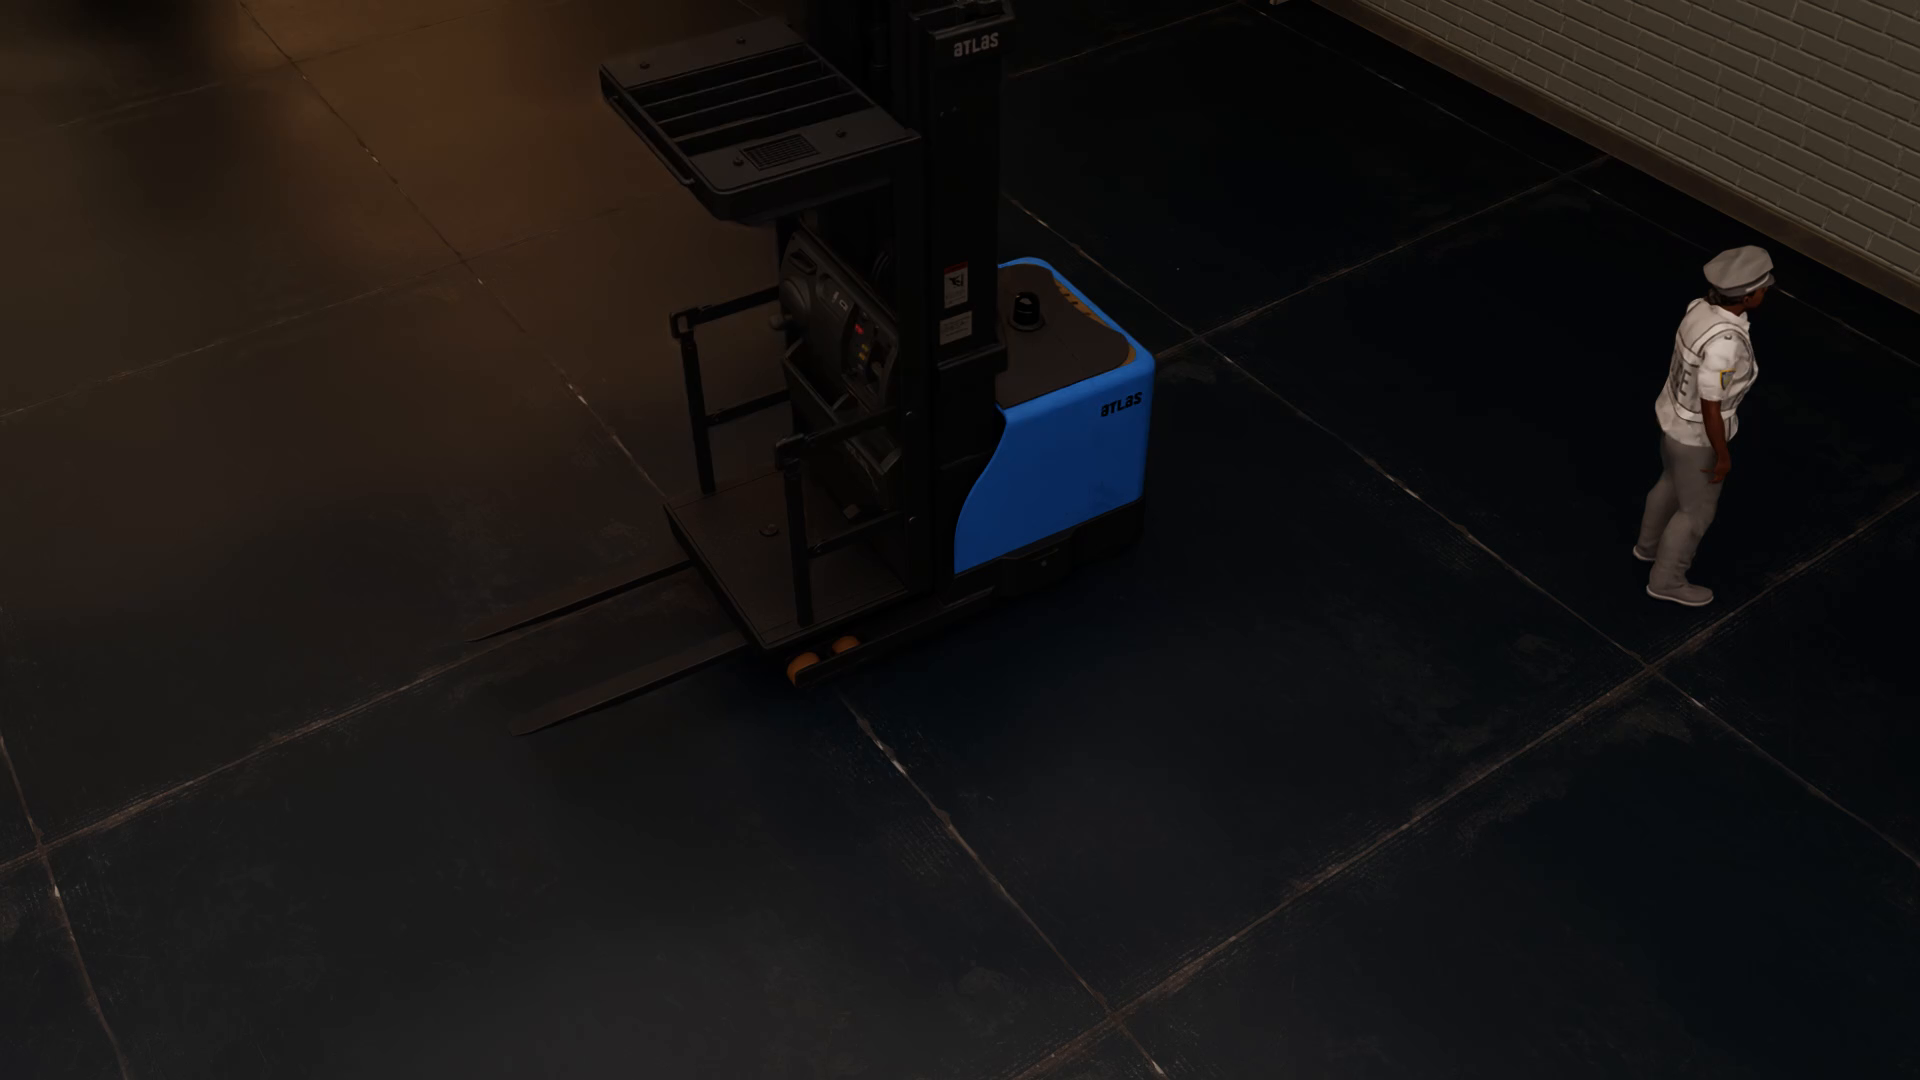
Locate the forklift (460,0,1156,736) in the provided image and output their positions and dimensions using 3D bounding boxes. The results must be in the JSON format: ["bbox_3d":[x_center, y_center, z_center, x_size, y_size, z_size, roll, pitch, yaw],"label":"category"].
[{"bbox_3d":[-0.669,-0.841,6.628,3.031,2.935,1.130,-22,47,-22],"label":"forklift"}]

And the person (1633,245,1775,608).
[{"bbox_3d":[3.217,-0.487,7.169,0.459,1.709,0.535,4,43,4],"label":"person"}]
